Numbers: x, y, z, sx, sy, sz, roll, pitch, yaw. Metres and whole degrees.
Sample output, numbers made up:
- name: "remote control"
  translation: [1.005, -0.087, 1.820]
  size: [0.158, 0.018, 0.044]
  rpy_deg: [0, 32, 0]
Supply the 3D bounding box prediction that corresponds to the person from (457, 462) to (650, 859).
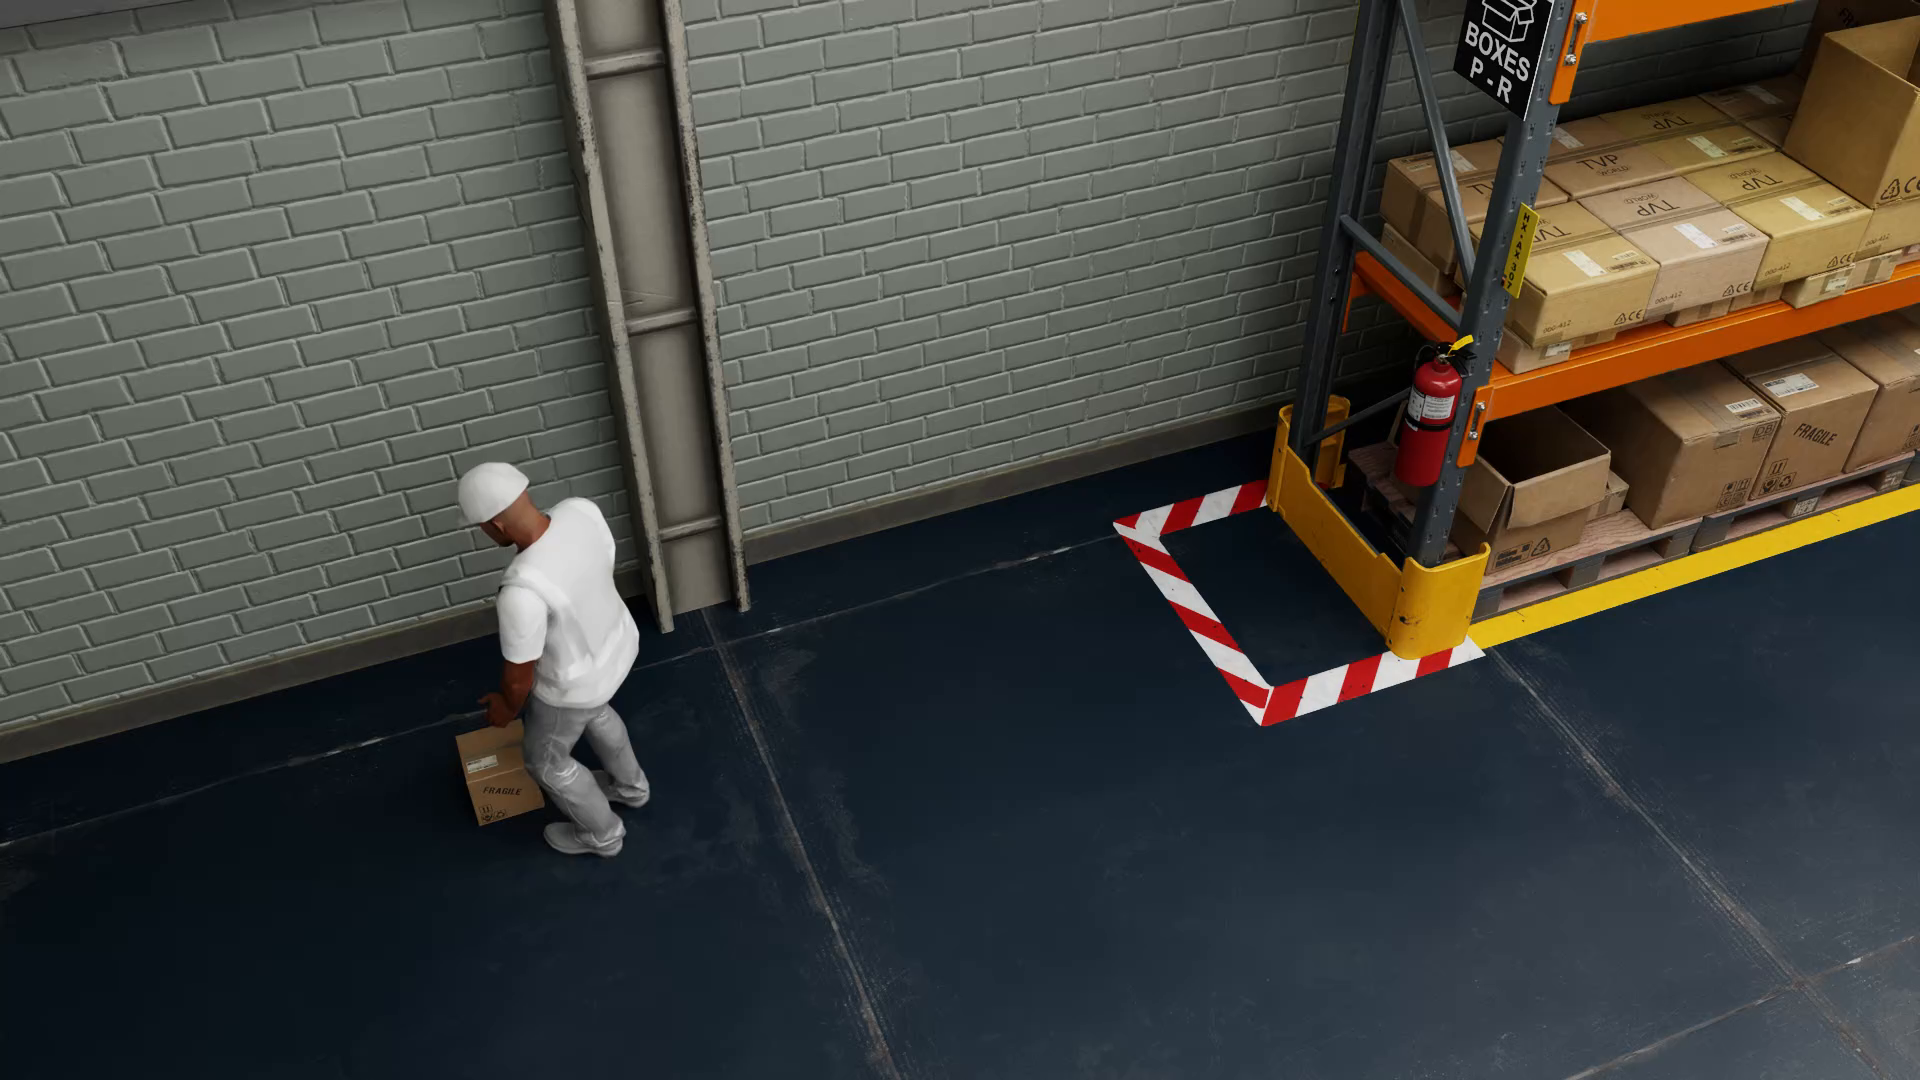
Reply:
- name: "person"
  translation: [-1.369, 0.431, 5.701]
  size: [0.472, 1.708, 0.595]
  rpy_deg: [12, 43, 13]
